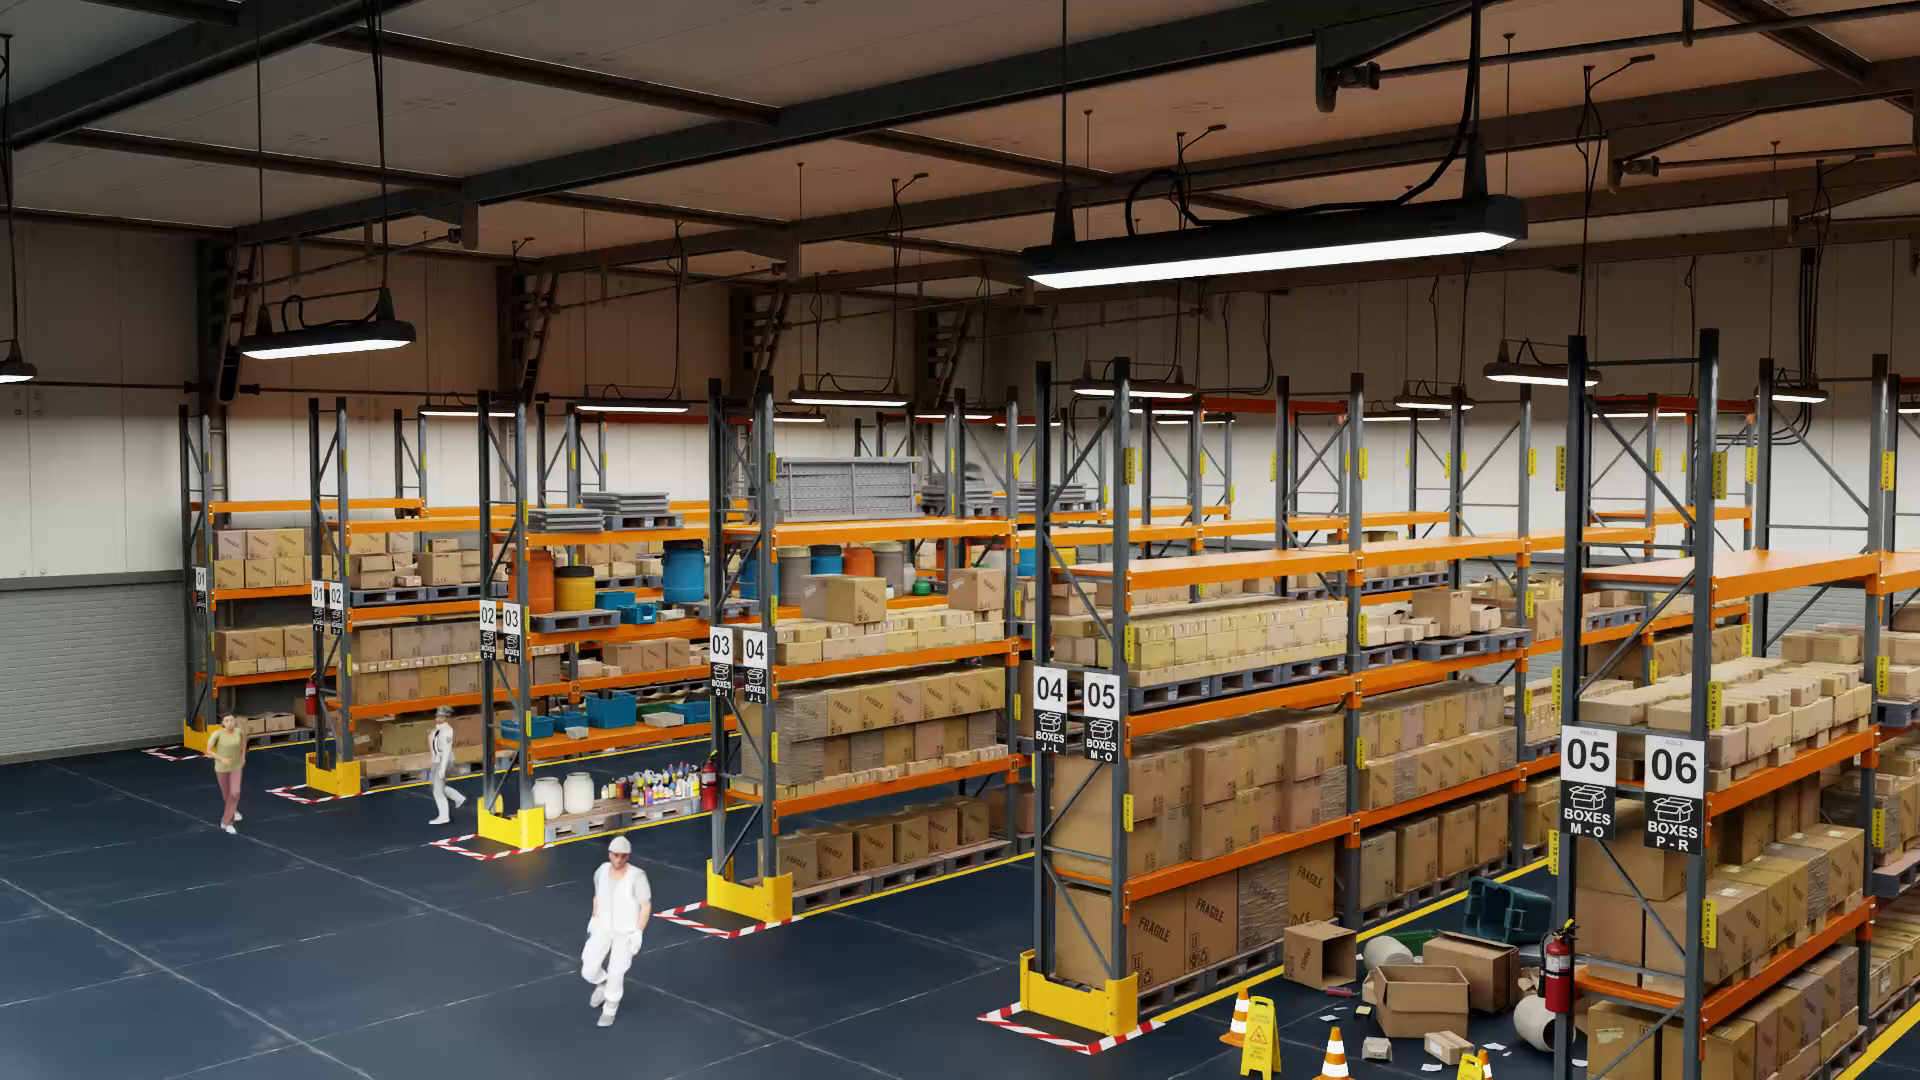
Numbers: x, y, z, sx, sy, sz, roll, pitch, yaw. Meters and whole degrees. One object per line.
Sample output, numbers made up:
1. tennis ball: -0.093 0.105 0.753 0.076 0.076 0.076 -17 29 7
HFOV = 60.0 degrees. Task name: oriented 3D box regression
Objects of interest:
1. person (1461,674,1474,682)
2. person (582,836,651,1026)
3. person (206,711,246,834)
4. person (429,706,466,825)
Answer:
1. person: 8.322 2.949 27.219 0.629 1.566 0.576 -2 4 -37
2. person: -3.075 3.501 14.922 0.654 1.737 0.606 0 3 5
3. person: -10.056 3.142 22.793 0.541 1.649 0.823 -2 3 -30
4. person: -7.134 3.100 23.160 0.592 1.641 0.691 -2 4 -36
